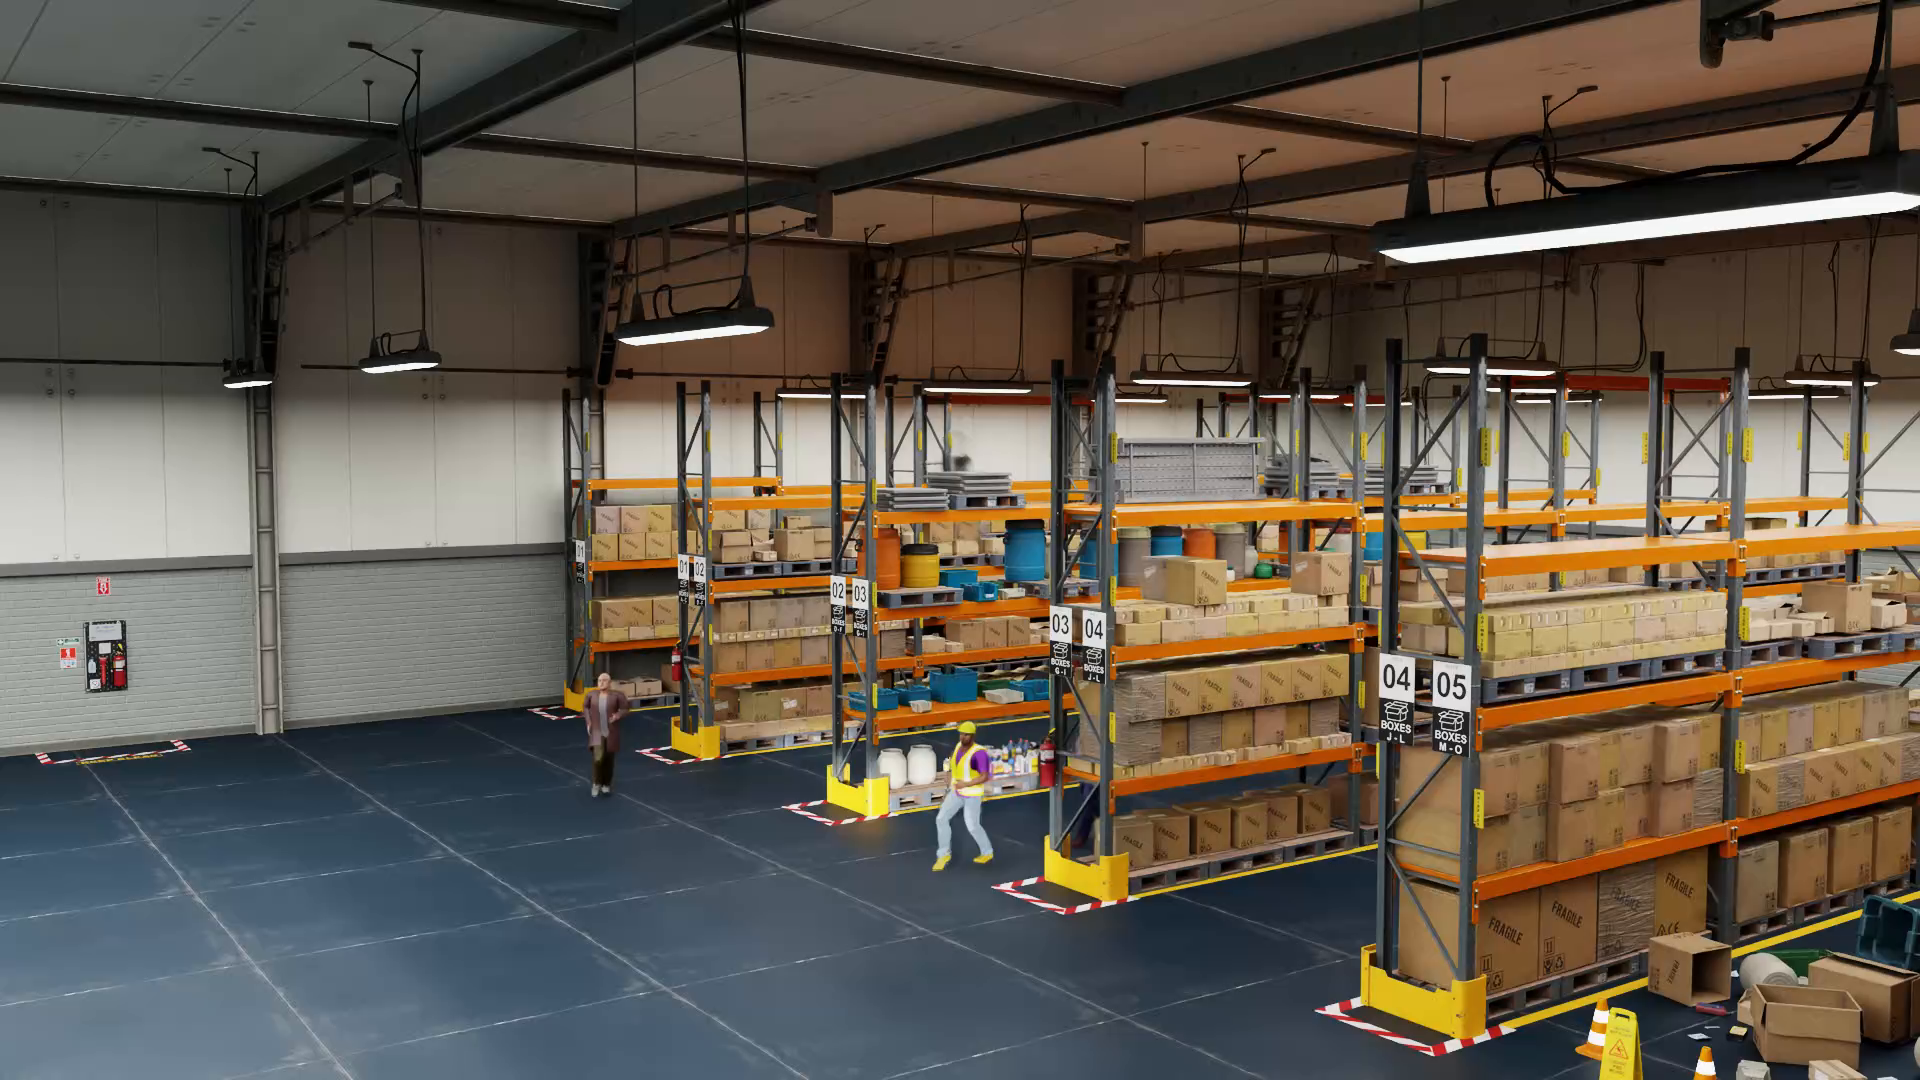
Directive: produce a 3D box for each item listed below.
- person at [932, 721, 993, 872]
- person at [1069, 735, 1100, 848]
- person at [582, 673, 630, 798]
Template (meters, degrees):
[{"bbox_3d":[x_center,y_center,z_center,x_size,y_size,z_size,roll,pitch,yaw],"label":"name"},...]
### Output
[{"bbox_3d":[0.079,3.032,19.688,0.770,1.805,0.698,-3,5,-41],"label":"person"},{"bbox_3d":[1.655,2.974,20.931,0.854,1.667,0.597,-3,5,-39],"label":"person"},{"bbox_3d":[-5.030,2.777,23.587,0.676,1.785,0.739,0,4,-8],"label":"person"}]
